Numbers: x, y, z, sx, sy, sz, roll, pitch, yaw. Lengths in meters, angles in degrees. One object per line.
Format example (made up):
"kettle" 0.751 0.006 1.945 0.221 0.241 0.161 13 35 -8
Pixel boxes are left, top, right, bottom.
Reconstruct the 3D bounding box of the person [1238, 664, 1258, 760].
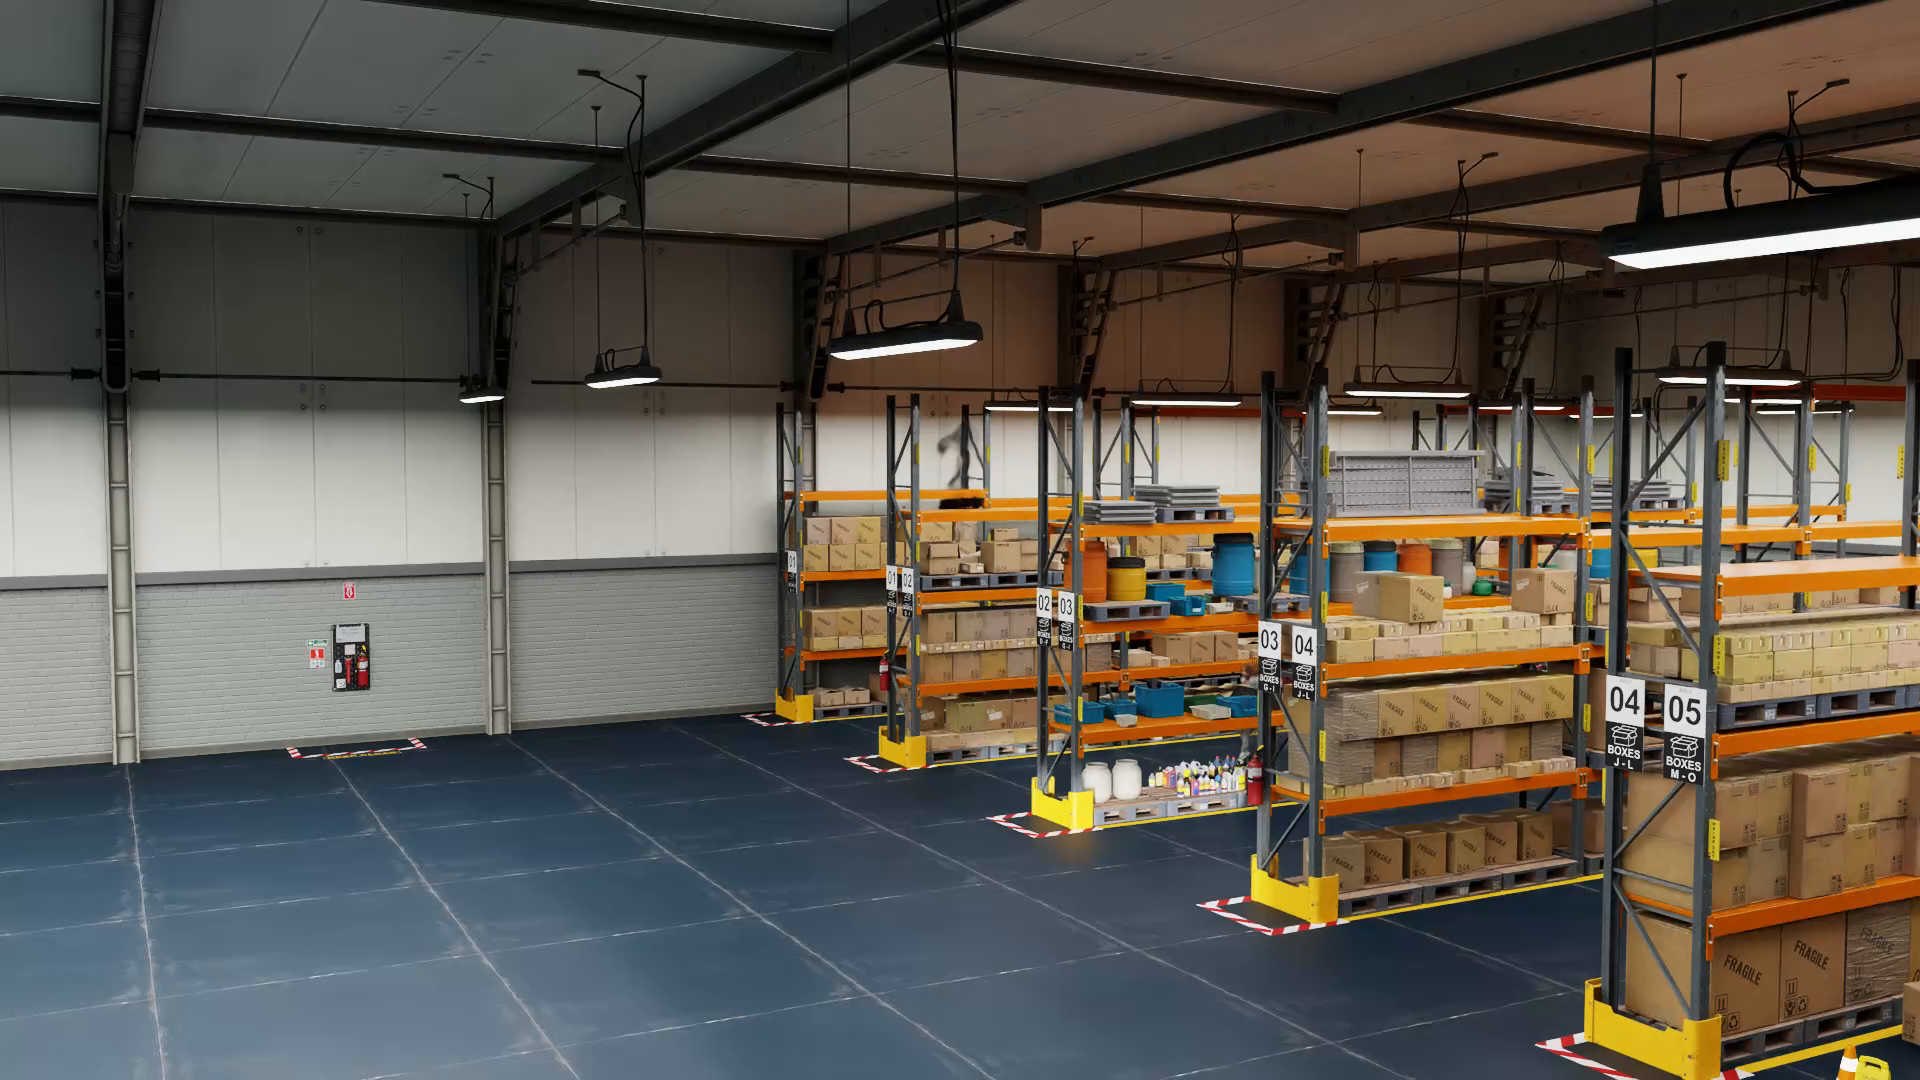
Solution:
"person" 4.901 2.841 27.667 0.908 1.565 0.536 -3 4 -43
